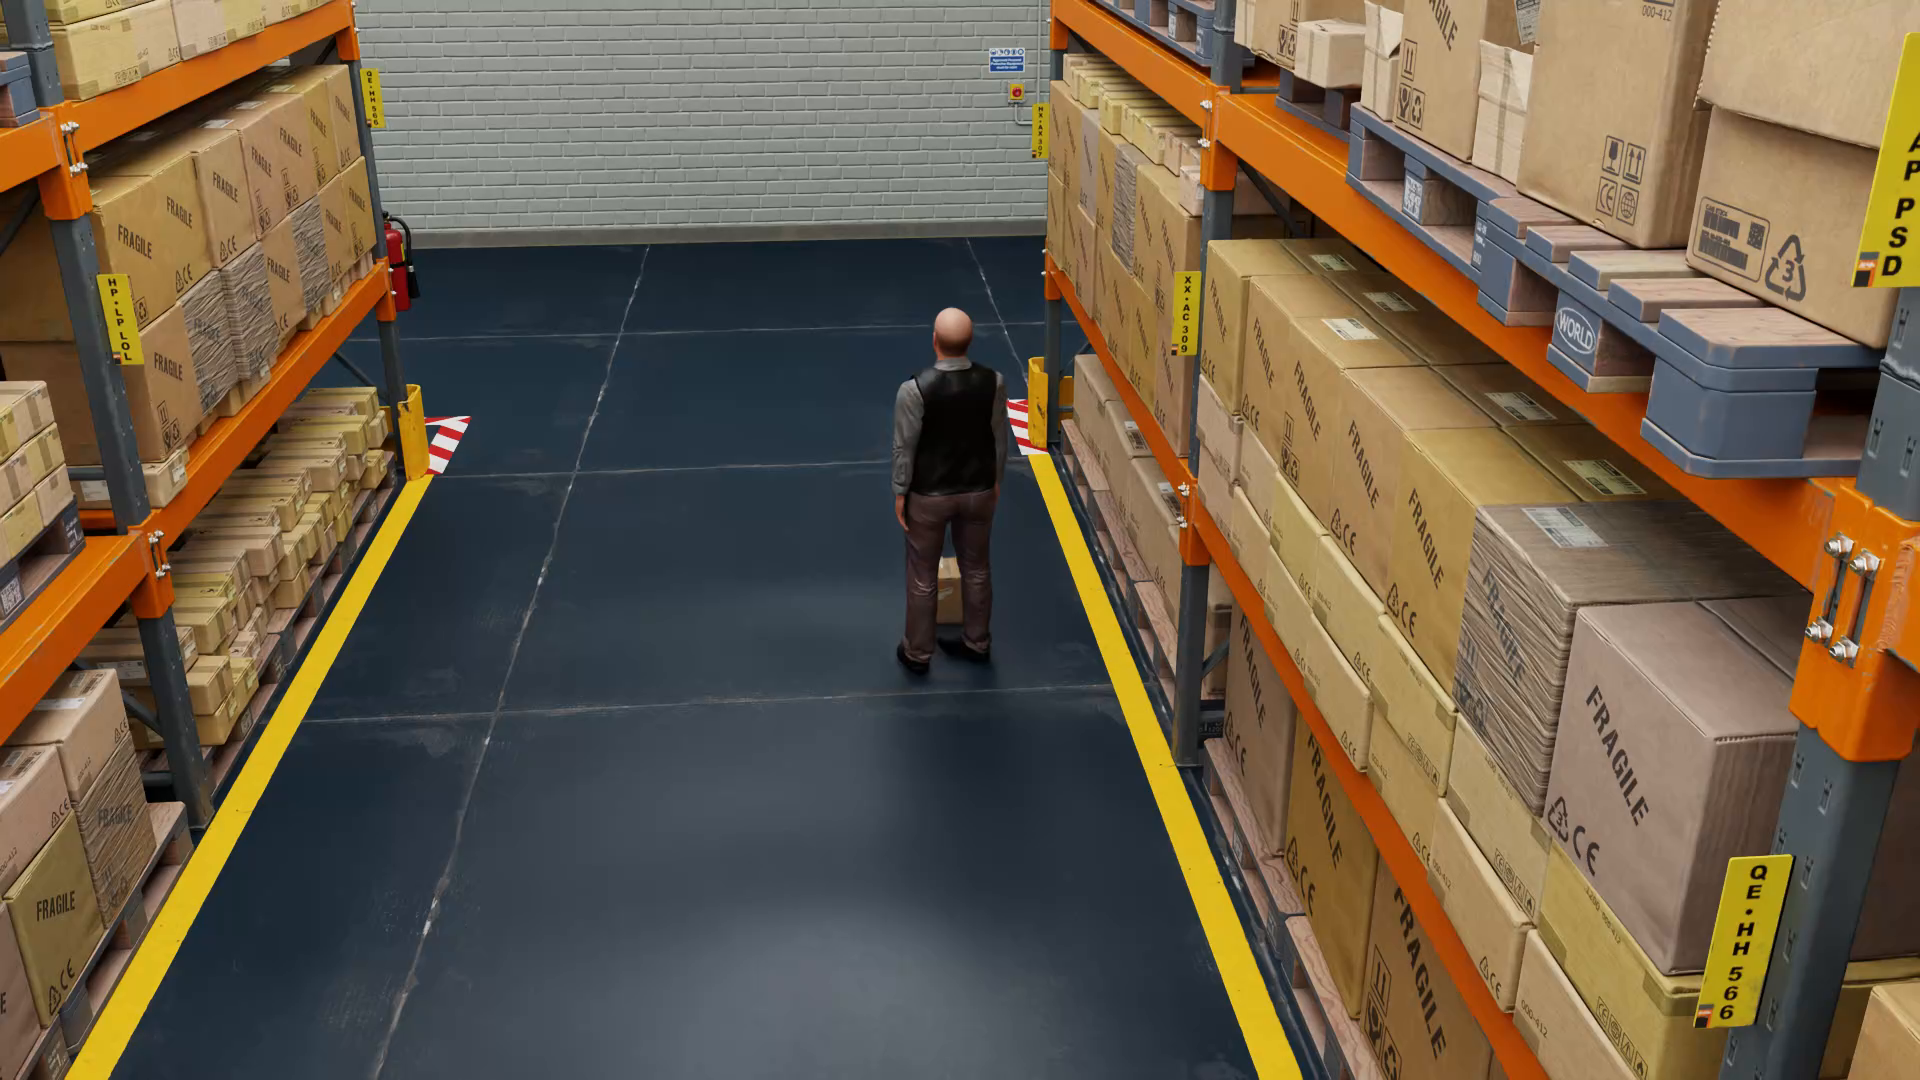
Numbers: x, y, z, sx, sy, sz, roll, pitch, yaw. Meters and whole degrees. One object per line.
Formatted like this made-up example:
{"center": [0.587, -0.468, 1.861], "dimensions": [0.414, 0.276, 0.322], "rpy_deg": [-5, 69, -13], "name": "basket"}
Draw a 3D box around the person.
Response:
{"center": [-0.055, -0.222, 7.601], "dimensions": [0.549, 1.730, 0.393], "rpy_deg": [-8, 25, -18], "name": "person"}
